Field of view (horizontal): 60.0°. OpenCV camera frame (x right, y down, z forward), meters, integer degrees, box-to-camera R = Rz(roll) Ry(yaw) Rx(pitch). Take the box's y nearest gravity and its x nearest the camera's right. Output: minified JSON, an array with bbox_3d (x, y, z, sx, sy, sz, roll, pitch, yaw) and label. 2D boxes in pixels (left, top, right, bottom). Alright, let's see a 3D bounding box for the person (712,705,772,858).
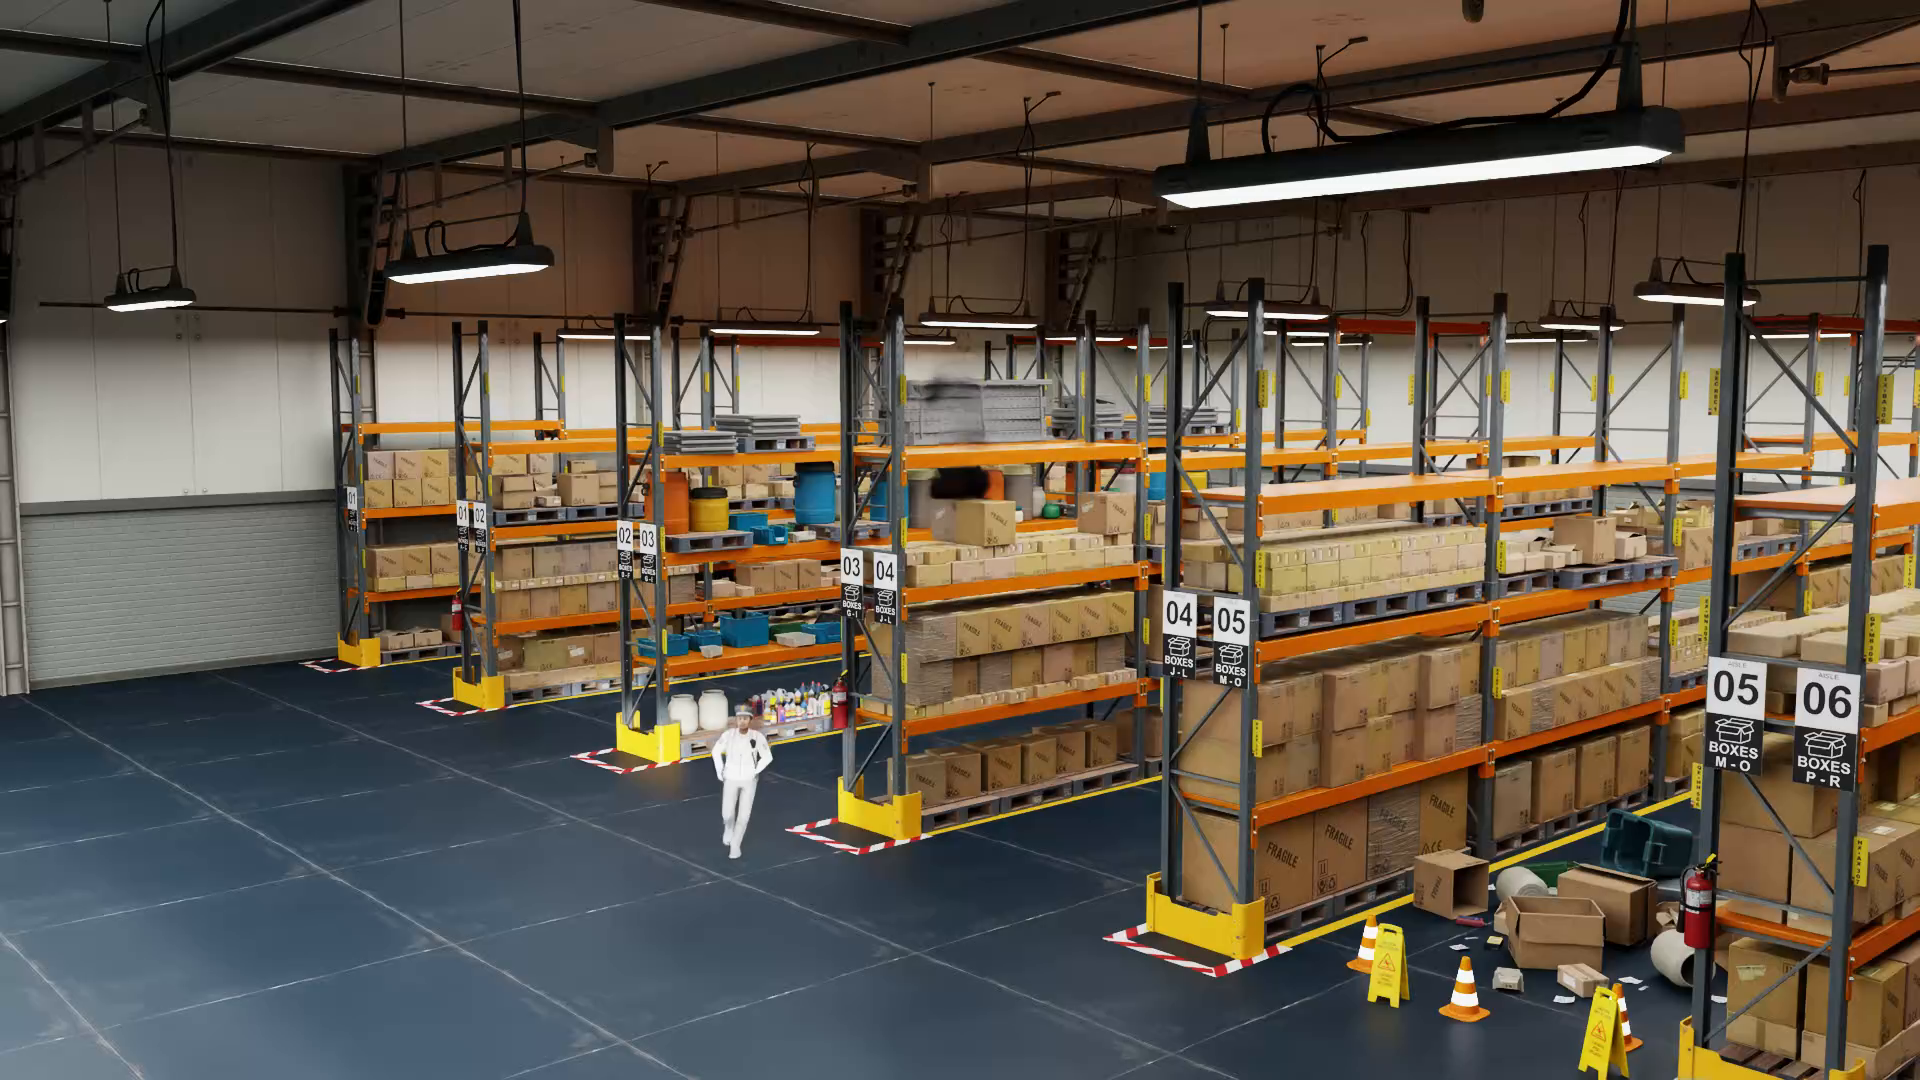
[{"bbox_3d":[-2.347,2.585,17.899,0.650,1.652,0.495,0,6,-2],"label":"person"}]
